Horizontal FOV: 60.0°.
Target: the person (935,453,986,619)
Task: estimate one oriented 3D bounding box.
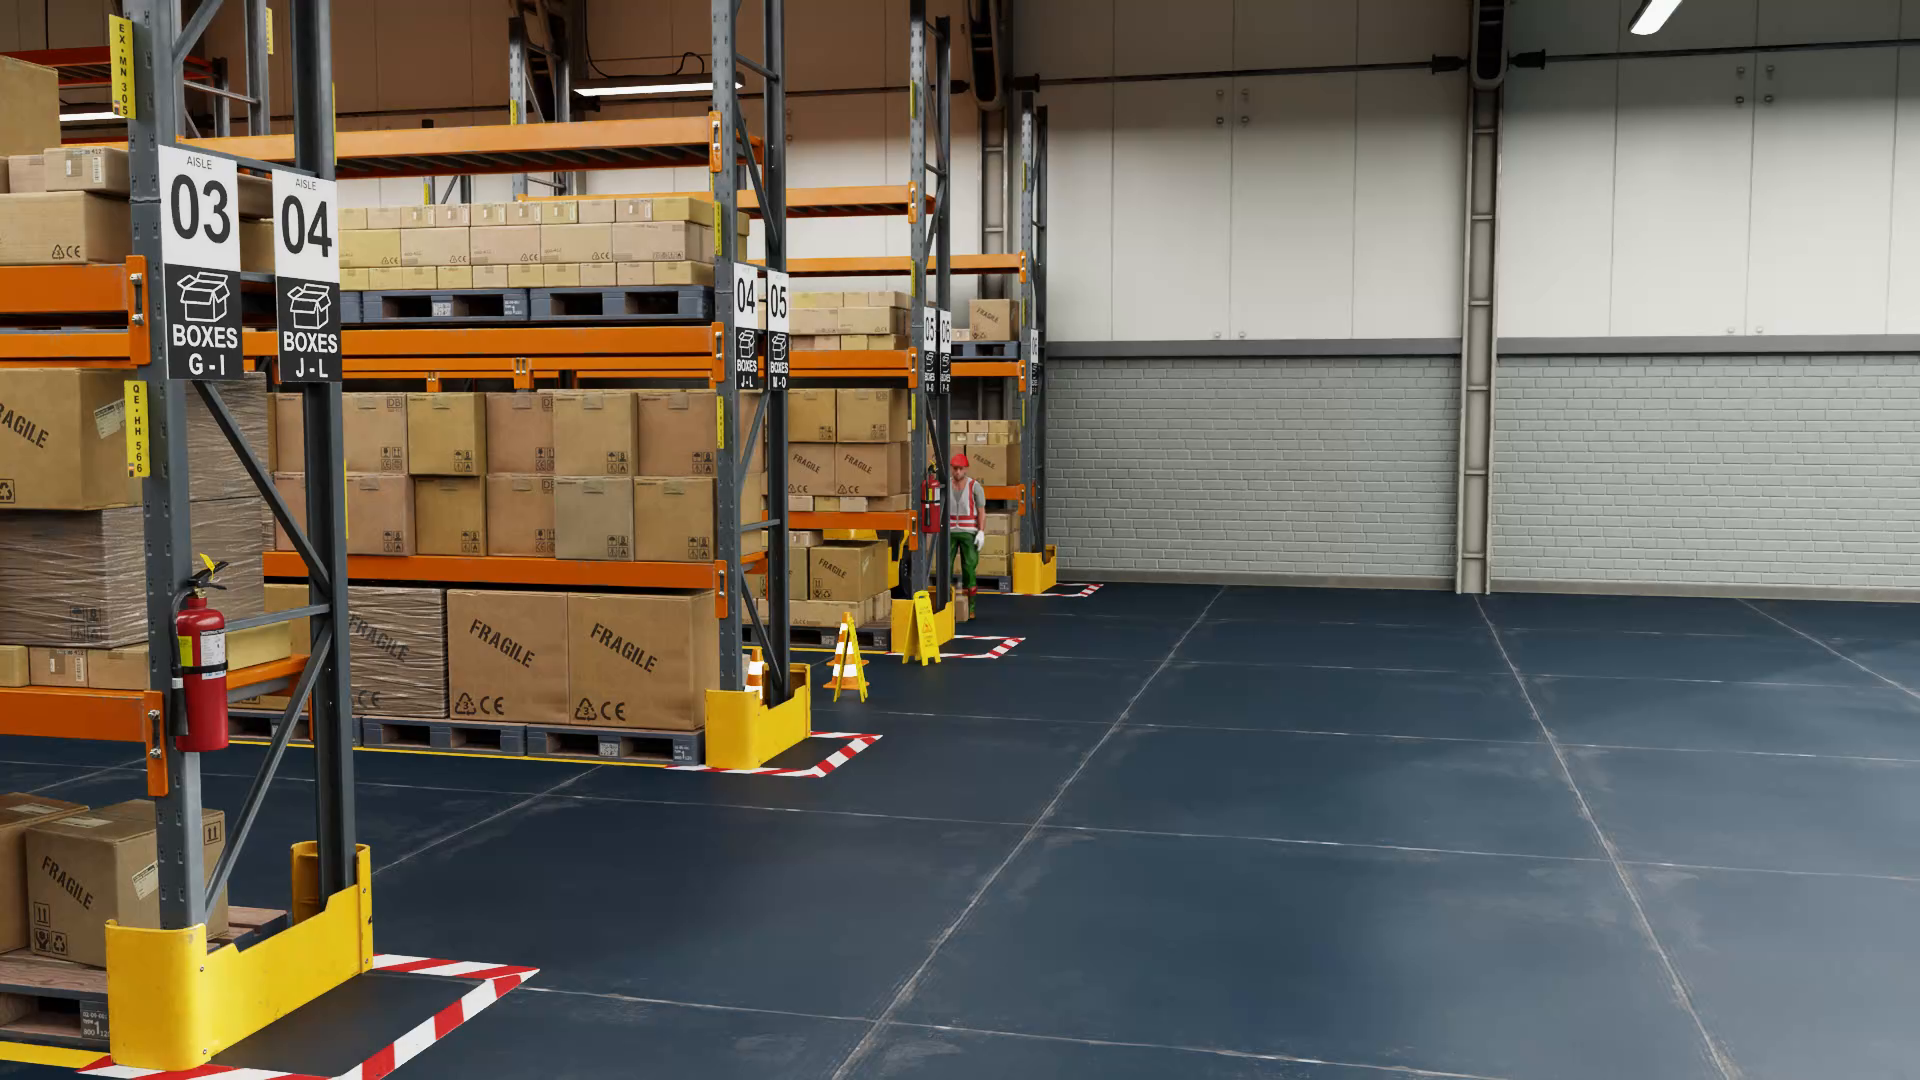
[{"bbox_3d":[-0.014,-0.041,17.863,0.579,1.780,0.441,1,5,12],"label":"person"}]
